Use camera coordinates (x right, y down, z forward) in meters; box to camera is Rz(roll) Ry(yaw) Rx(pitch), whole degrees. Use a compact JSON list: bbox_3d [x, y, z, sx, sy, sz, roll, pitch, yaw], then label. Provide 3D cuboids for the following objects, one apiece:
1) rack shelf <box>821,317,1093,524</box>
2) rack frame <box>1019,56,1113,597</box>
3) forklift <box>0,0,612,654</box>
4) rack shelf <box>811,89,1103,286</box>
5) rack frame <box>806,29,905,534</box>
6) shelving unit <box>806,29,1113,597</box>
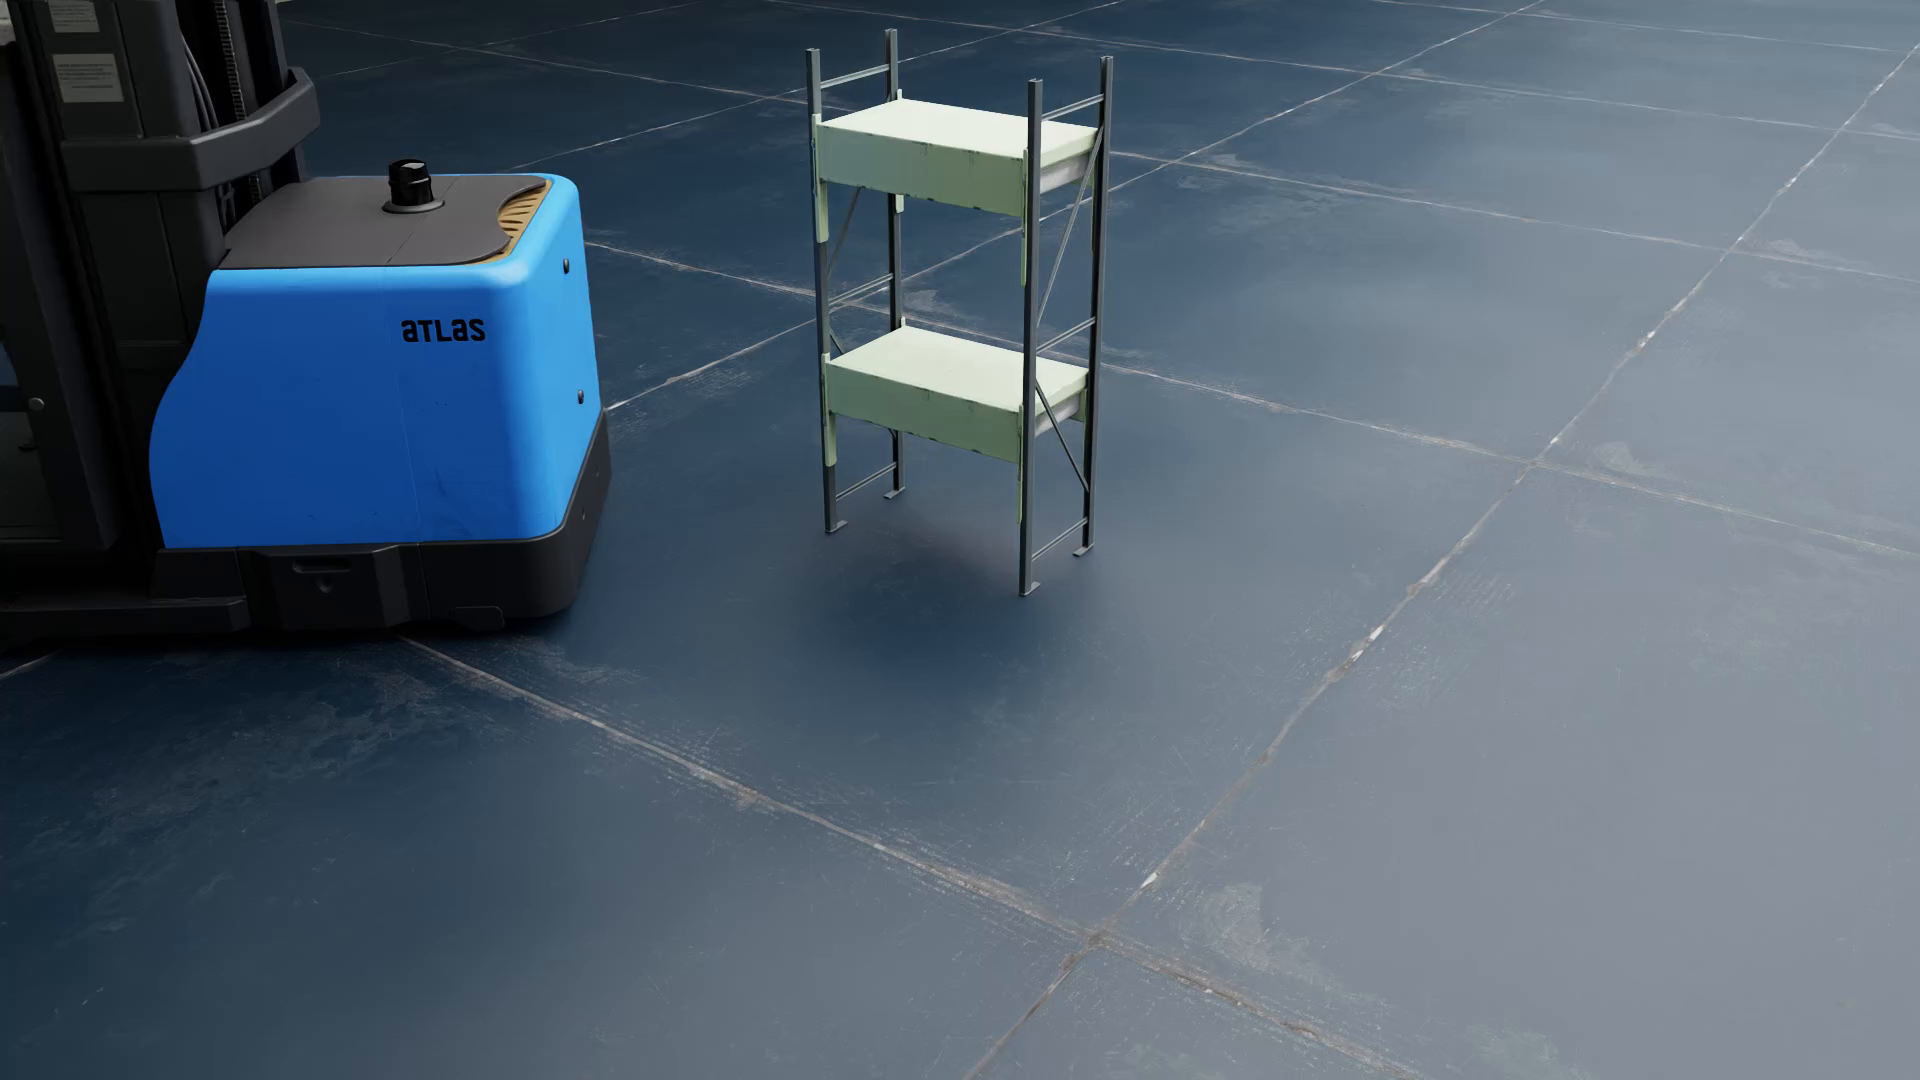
[{"bbox_3d":[-0.006,-0.380,5.061,0.720,0.370,0.431,17,32,30],"label":"rack shelf"},{"bbox_3d":[0.296,-0.576,4.729,0.023,1.500,0.400,17,32,30],"label":"rack frame"},{"bbox_3d":[-2.641,-1.224,4.424,3.031,2.935,1.130,-2,27,-3],"label":"forklift"},{"bbox_3d":[-0.006,-1.018,4.736,0.720,0.370,0.431,17,32,30],"label":"rack shelf"},{"bbox_3d":[-0.307,-0.764,5.098,0.023,1.500,0.400,17,32,30],"label":"rack frame"},{"bbox_3d":[-0.006,-0.670,4.913,0.755,1.500,0.431,17,32,30],"label":"shelving unit"}]
